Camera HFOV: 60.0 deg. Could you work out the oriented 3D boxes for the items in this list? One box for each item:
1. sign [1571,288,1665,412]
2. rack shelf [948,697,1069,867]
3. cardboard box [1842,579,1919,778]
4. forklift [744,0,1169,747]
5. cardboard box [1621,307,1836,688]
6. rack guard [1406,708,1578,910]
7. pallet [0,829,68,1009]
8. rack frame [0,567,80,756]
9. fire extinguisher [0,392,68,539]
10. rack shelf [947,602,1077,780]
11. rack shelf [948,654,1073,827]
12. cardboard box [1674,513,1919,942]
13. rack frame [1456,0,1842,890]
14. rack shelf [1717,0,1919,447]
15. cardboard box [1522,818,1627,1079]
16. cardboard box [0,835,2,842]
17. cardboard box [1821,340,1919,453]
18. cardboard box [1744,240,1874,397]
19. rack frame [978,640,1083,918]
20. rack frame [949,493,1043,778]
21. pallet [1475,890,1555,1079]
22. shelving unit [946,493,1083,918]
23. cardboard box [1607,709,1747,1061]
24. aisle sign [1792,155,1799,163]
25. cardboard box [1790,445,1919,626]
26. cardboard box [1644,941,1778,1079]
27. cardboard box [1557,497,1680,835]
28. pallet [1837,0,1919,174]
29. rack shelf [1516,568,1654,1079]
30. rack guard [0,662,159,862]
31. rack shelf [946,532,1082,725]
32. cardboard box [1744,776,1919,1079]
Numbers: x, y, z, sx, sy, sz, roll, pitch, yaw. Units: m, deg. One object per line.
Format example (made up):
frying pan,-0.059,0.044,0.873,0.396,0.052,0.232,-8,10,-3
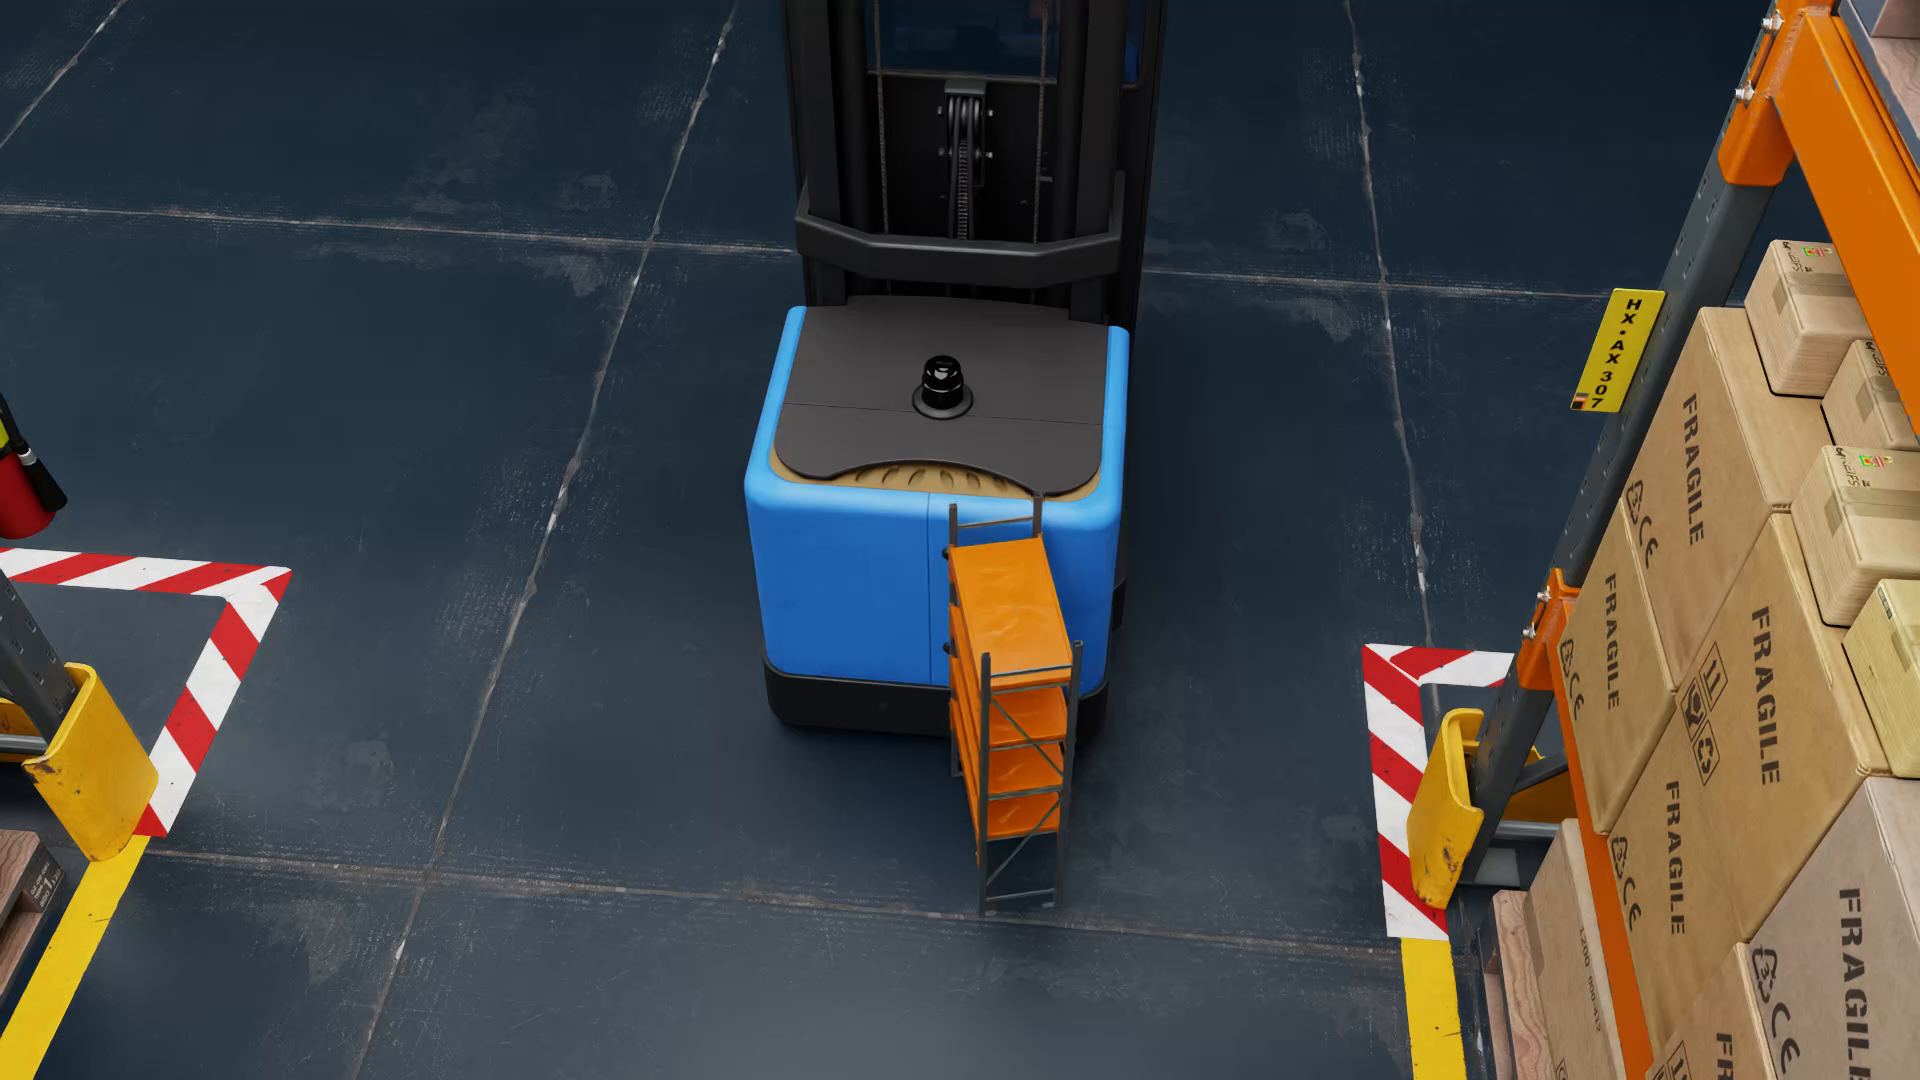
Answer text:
sign,1.354,-0.387,3.431,0.100,0.325,0.005,4,48,4
rack shelf,0.131,0.660,4.692,0.258,0.148,0.480,-7,48,-6
cardboard box,1.501,0.201,2.348,0.380,0.149,0.250,2,48,2
forklift,0.062,-1.452,5.092,1.130,2.935,3.031,4,48,4
cardboard box,1.579,-0.064,3.030,0.500,0.500,0.500,3,48,3
rack guard,1.908,0.800,4.680,1.175,0.500,0.348,4,48,4
pallet,-3.149,1.307,4.412,1.003,0.211,1.213,4,48,4
rack frame,-3.033,-0.285,3.978,1.000,3.000,0.127,4,48,4
fire extinguisher,-2.550,-0.287,4.285,0.296,0.674,0.183,4,48,4
rack shelf,0.131,0.376,4.380,0.258,0.148,0.480,-7,48,-6
rack shelf,0.131,0.527,4.546,0.258,0.148,0.480,-7,48,-6
cardboard box,1.538,0.316,2.683,0.500,0.500,0.500,3,48,2
rack frame,1.906,-0.026,3.741,1.000,3.000,0.127,4,48,4
rack shelf,1.724,0.674,1.556,1.077,0.370,4.000,4,48,4
cardboard box,1.945,1.188,4.082,0.875,0.438,0.875,2,48,2
cardboard box,-2.797,0.842,4.393,0.380,0.149,0.250,3,48,2
cardboard box,1.645,-0.177,2.694,0.380,0.149,0.250,5,48,4
cardboard box,1.598,-0.374,2.874,0.380,0.149,0.250,5,48,4
rack frame,0.170,0.659,4.334,0.240,1.200,0.015,-7,48,-6
rack frame,0.092,0.303,4.658,0.240,1.200,0.015,-7,48,-6
pallet,1.911,1.508,4.228,1.003,0.211,1.213,4,48,4
shelving unit,0.131,0.481,4.496,0.258,1.200,0.503,-7,48,-6
cardboard box,1.558,0.647,3.058,0.500,0.500,0.500,3,48,3
aisle sign,1.624,-0.976,2.848,0.394,0.787,0.004,4,48,4
cardboard box,1.507,0.007,2.526,0.380,0.149,0.250,5,48,5
cardboard box,1.494,1.020,2.717,0.500,0.500,0.500,4,48,3
cardboard box,1.576,0.273,3.399,0.500,0.500,0.500,4,48,3
pallet,1.849,-0.463,2.168,1.003,0.211,1.213,4,48,4
rack shelf,1.724,1.686,2.662,1.077,0.370,4.000,4,48,4
rack guard,-3.040,0.615,4.849,1.175,0.500,0.348,4,48,4
rack shelf,0.130,0.217,4.206,0.258,0.148,0.480,-7,48,-6
cardboard box,1.499,0.695,2.336,0.500,0.500,0.500,4,48,3
